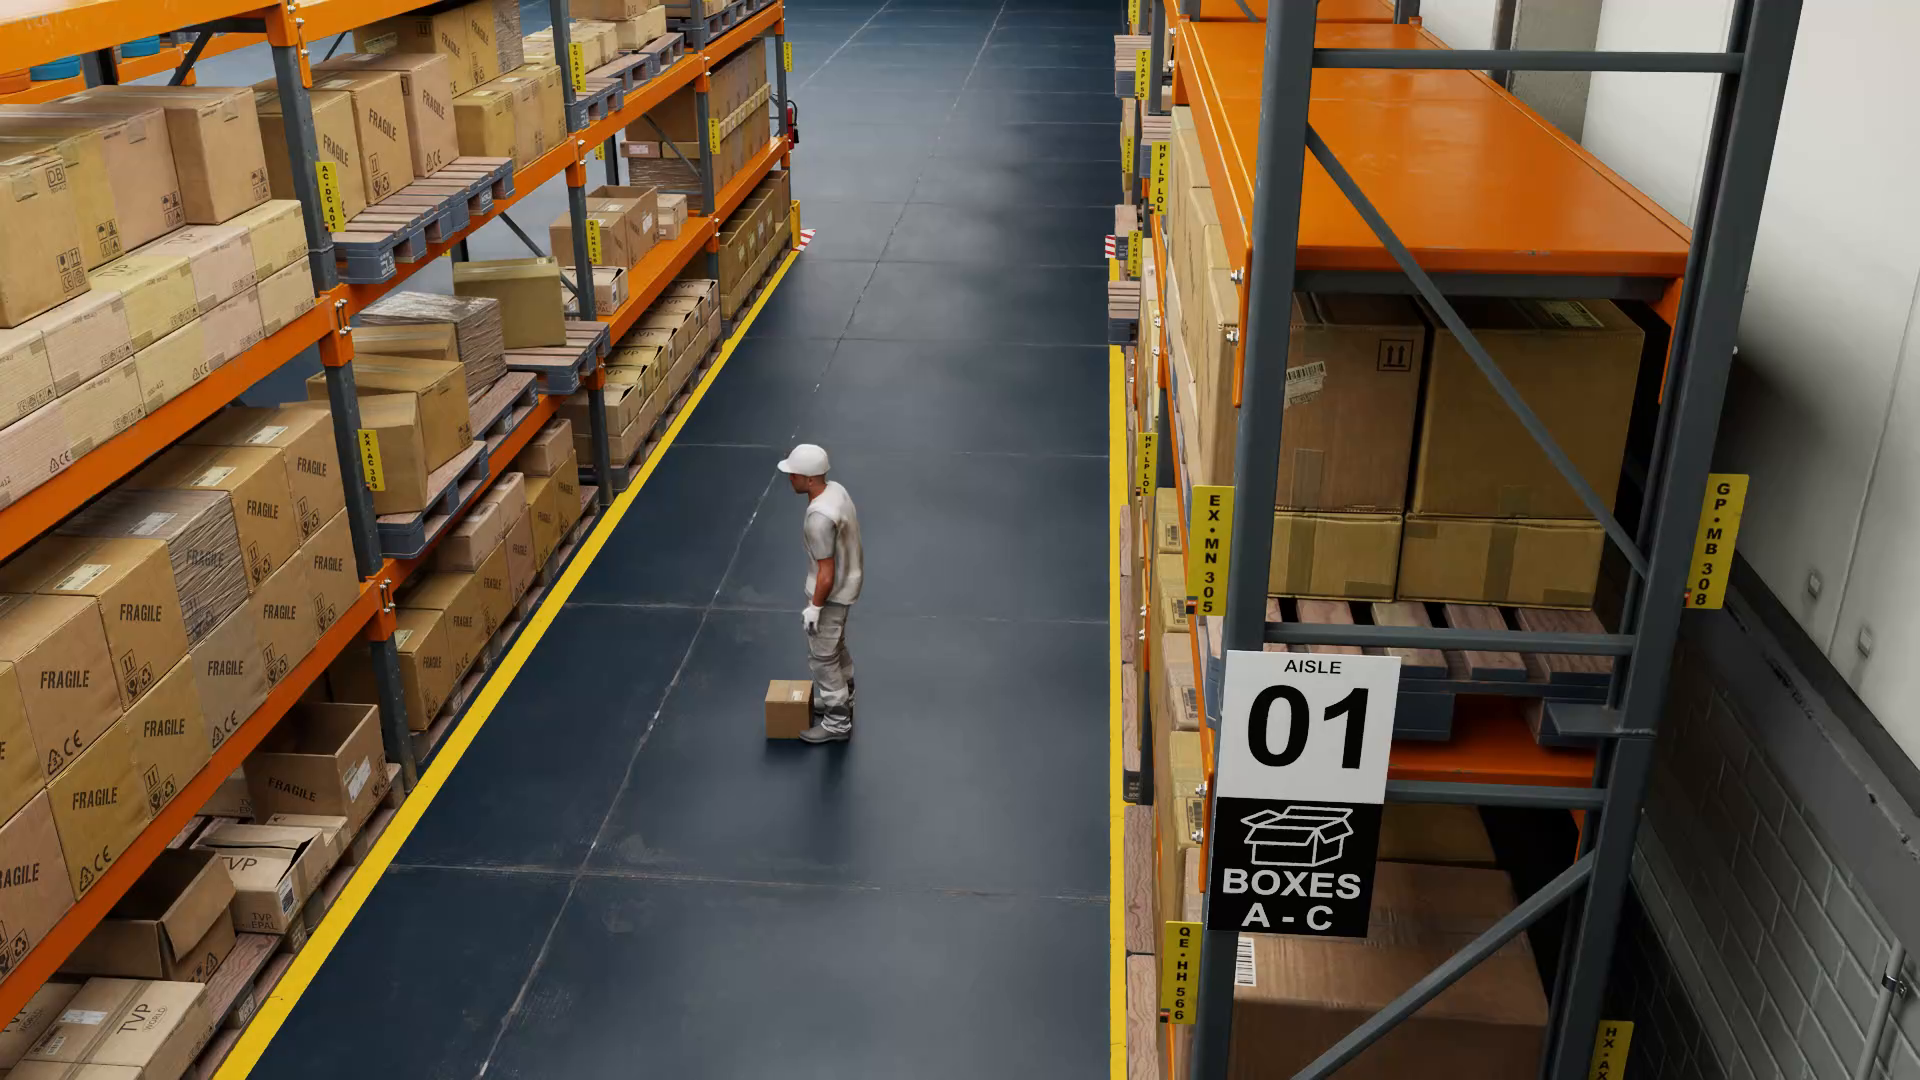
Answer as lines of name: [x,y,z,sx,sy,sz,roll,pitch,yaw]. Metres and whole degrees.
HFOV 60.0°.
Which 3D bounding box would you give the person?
person: [-0.762,0.291,9.349,0.449,1.780,0.607,2,24,4]
